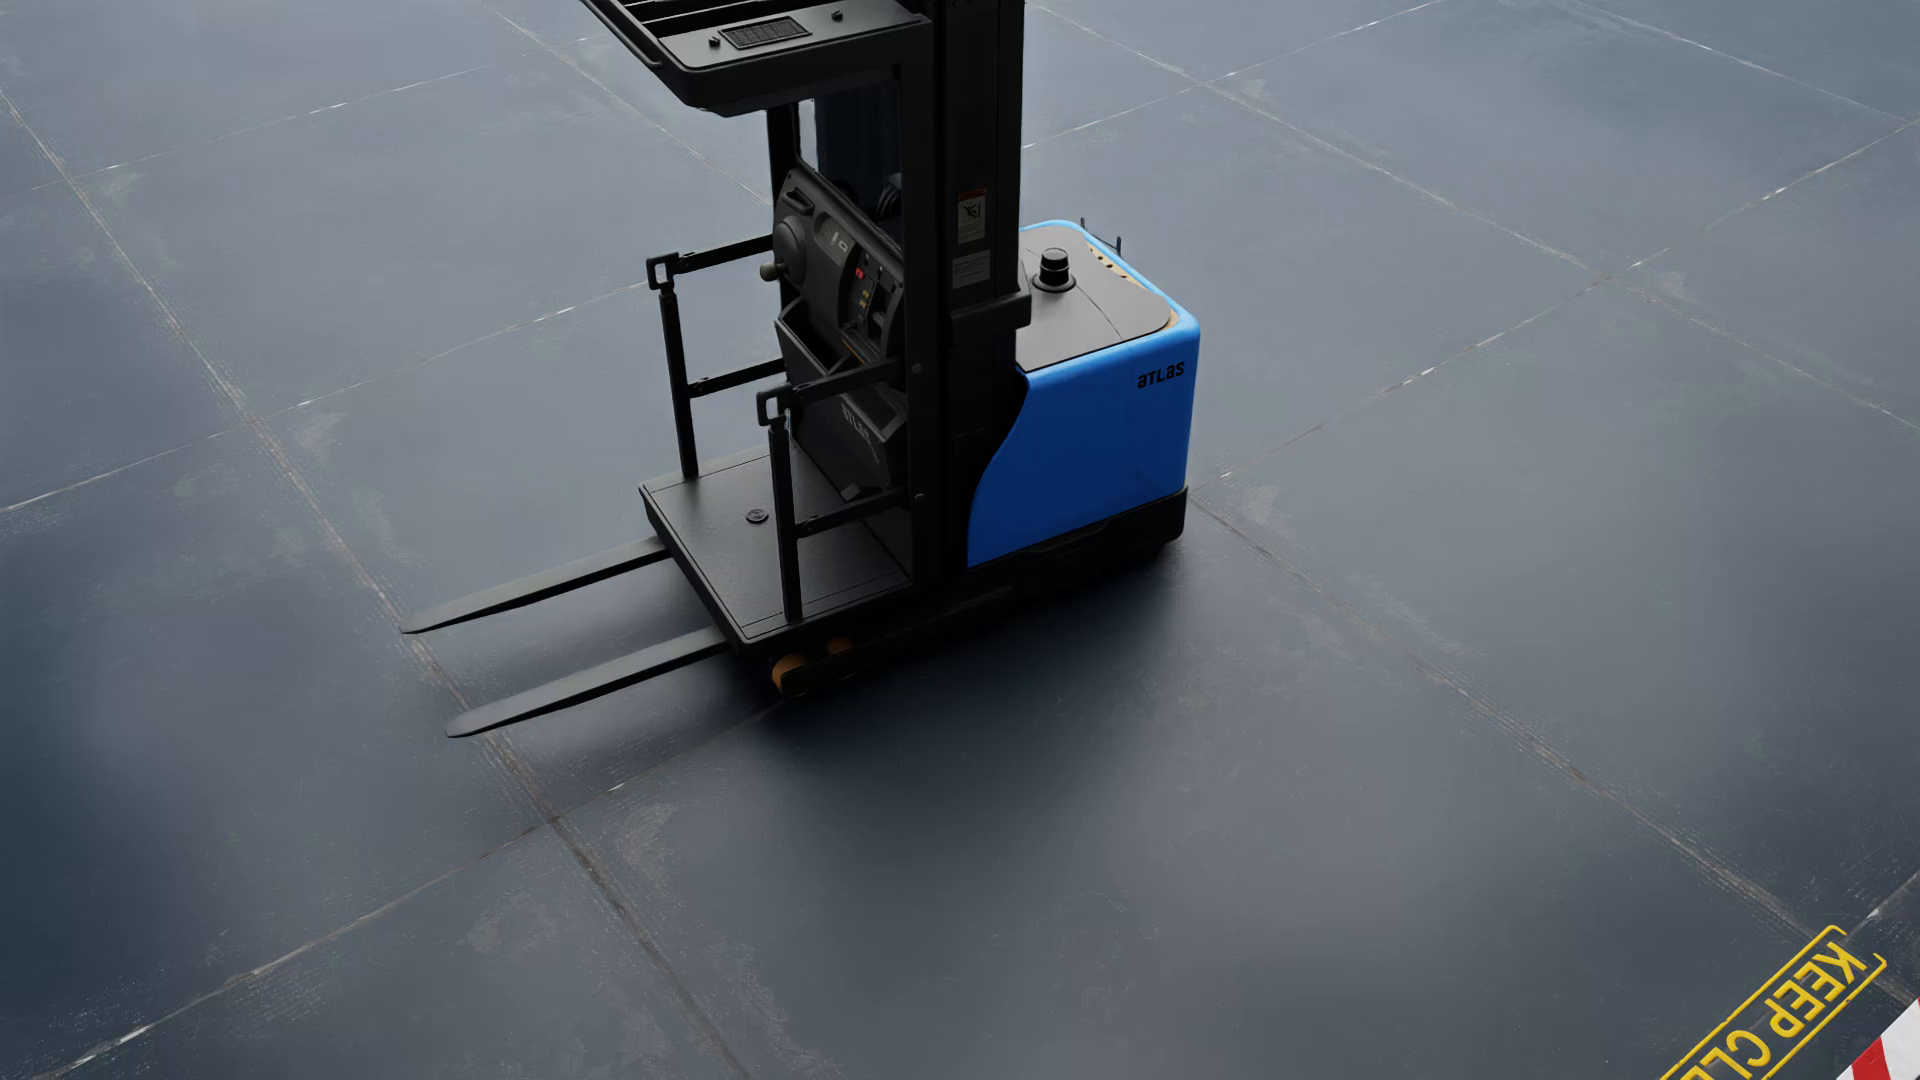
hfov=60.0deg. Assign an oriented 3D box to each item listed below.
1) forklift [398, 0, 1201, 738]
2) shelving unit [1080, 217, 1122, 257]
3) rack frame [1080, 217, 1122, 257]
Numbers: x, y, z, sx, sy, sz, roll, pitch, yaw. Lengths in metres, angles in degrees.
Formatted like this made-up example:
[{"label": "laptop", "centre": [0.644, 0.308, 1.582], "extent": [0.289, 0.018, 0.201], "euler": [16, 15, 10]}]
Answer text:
[{"label": "forklift", "centre": [-0.613, -0.929, 5.762], "extent": [3.031, 2.935, 1.130], "euler": [-19, 43, -22]}, {"label": "shelving unit", "centre": [0.522, -0.955, 7.390], "extent": [0.210, 0.900, 0.258], "euler": [-29, 48, -32]}, {"label": "rack frame", "centre": [0.598, -0.997, 7.443], "extent": [0.006, 0.900, 0.240], "euler": [-29, 48, -32]}]
